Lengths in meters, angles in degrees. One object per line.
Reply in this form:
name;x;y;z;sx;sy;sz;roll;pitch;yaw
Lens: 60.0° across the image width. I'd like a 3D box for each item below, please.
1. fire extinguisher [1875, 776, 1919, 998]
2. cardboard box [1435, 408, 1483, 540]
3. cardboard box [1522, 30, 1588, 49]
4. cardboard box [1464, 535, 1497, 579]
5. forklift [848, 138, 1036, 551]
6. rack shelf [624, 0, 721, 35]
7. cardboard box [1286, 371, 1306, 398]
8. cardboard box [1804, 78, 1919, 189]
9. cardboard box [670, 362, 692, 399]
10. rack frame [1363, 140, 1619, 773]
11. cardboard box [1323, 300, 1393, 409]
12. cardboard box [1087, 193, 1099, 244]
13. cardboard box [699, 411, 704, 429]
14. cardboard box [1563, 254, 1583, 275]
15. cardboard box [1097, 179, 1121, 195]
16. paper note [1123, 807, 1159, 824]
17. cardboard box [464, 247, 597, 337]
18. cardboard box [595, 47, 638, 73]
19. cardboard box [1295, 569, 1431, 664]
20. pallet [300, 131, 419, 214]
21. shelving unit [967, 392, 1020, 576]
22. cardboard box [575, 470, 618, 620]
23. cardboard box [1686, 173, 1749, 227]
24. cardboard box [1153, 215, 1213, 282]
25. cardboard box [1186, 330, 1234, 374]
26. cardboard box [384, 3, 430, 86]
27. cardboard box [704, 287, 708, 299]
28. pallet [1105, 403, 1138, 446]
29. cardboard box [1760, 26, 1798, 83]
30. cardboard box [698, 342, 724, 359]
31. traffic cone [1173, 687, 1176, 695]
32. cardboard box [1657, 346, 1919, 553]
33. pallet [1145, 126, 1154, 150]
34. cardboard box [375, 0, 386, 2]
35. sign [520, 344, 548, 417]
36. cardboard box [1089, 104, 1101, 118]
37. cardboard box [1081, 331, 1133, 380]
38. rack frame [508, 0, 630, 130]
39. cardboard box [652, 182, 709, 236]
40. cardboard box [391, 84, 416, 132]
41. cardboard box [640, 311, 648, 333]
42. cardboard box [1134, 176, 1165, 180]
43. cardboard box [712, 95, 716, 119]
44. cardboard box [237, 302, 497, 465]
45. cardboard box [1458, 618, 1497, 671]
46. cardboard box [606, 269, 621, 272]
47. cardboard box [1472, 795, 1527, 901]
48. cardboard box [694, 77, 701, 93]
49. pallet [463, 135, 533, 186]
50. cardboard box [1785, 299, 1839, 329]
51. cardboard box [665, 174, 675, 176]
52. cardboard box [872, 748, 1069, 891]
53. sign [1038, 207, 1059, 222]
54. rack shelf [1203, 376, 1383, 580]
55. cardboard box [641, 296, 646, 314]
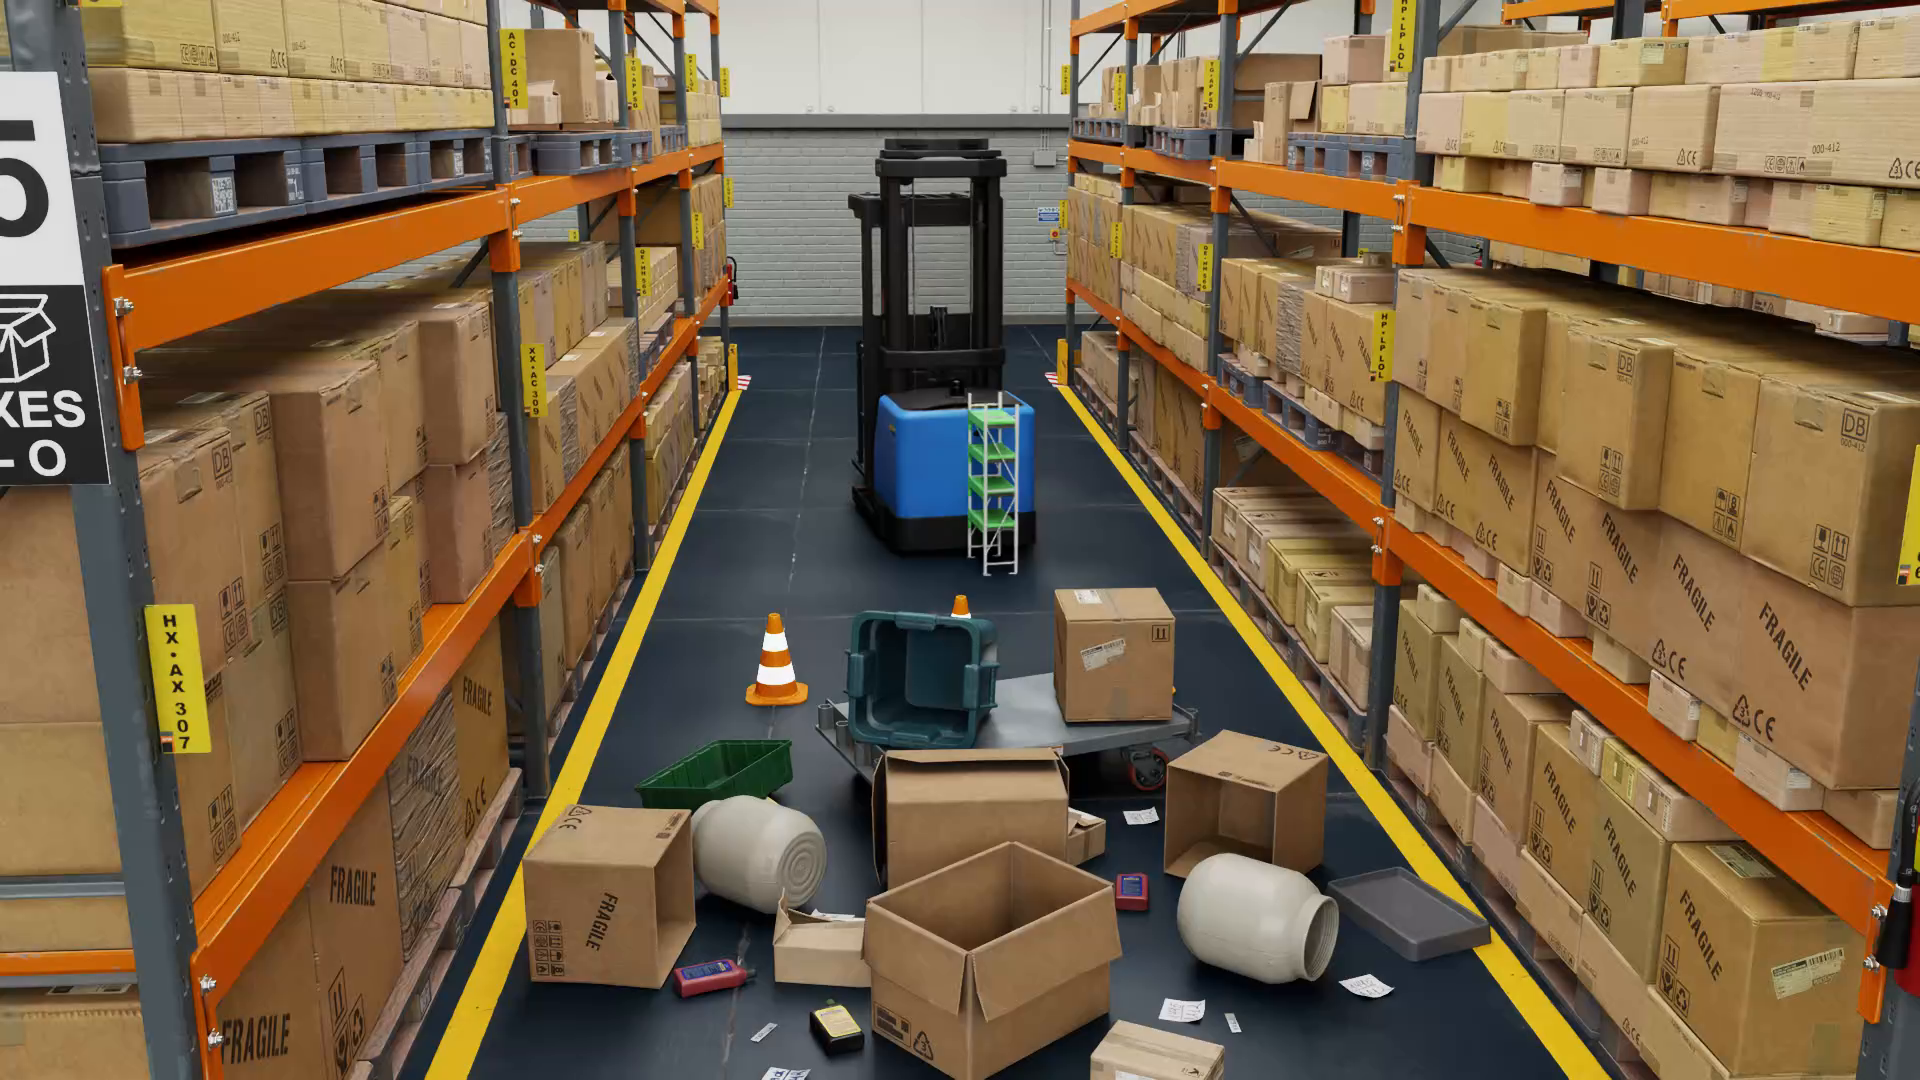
fire extinguisher;2.293;0.728;3.832;0.296;0.674;0.183;-1;14;-3
cardboard box;2.302;-0.294;6.852;0.500;0.500;0.500;-1;14;-4
cardboard box;2.821;-2.441;8.428;0.500;0.250;0.500;-1;14;-5
cardboard box;2.293;0.055;6.798;0.380;0.149;0.250;0;14;-2
forklift;-0.263;-1.662;13.105;1.130;2.935;3.031;-3;15;-12
rack shelf;-3.055;-5.281;16.441;1.077;0.370;4.000;-1;14;-3
cardboard box;2.137;-0.930;9.782;0.380;0.149;0.250;0;14;-2
cardboard box;2.446;-0.992;4.047;0.500;0.250;0.500;-1;14;-4
cardboard box;-2.633;-1.403;14.626;0.500;0.250;0.500;-1;14;-5
rack frame;2.498;-0.340;7.827;1.000;3.000;0.127;-1;14;-3
cardboard box;2.209;-0.970;8.637;0.500;0.500;0.500;-1;14;-3
cardboard box;1.611;-3.353;17.330;0.500;0.500;0.500;-1;14;-3
cardboard box;-2.633;-1.146;15.840;0.380;0.149;0.250;-2;15;-6
cardboard box;6.618;-2.850;17.287;0.500;0.250;0.500;-1;14;-4
cardboard box;1.620;-3.628;17.097;0.380;0.149;0.250;-1;14;-3
paper note;0.828;1.256;7.583;0.148;0.019;0.142;-1;14;-3
cardboard box;-2.633;-1.528;10.239;0.700;0.500;0.500;-1;14;-4
cardboard box;-2.466;-3.338;11.723;0.396;0.266;0.258;-1;14;-3
cardboard box;2.415;0.420;9.304;0.950;0.372;0.625;0;14;0
pallet;-2.323;-1.142;5.102;1.003;0.211;1.213;-1;14;-3
shelving unit;0.230;-0.397;11.661;0.258;1.200;0.503;-3;15;-12
cardboard box;-2.678;0.023;10.088;1.050;0.750;0.750;-1;14;-3
cardboard box;2.402;-1.014;4.931;0.380;0.149;0.250;-1;14;-4
cardboard box;1.869;-2.369;13.506;0.500;0.500;0.500;-1;14;-4
cardboard box;1.960;-1.384;12.186;0.500;0.250;0.500;-1;14;-5
cardboard box;-2.089;-1.646;5.543;0.500;0.250;0.500;-1;14;-4
cardboard box;-2.753;-2.508;16.760;0.380;0.149;0.250;0;14;-1
pallet;2.034;-1.169;16.647;1.003;0.211;1.213;-1;14;-3
cardboard box;2.455;-1.334;4.574;0.380;0.149;0.250;-1;14;-3
cardboard box;-2.792;-2.080;18.275;0.380;0.149;0.250;-1;14;-5
traffic cone;1.024;0.602;9.258;0.336;0.463;0.334;-1;14;-3
cardboard box;2.473;-0.271;4.757;0.700;0.500;0.500;-1;14;-3
pallet;2.109;-3.462;14.327;0.805;0.209;1.217;-1;15;-6
cardboard box;-2.001;-1.744;5.124;0.380;0.149;0.250;-1;14;-3
sign;-1.882;-0.705;7.350;0.100;0.325;0.005;-1;14;-3
cardboard box;1.593;-4.633;17.954;0.380;0.149;0.250;0;14;-1
cardboard box;1.896;-2.124;19.062;0.875;0.438;0.875;-1;14;-5
rack frame;-2.684;-4.138;10.552;1.000;3.000;0.127;-1;14;-3
cardboard box;-2.764;-3.275;16.431;0.500;0.500;0.500;-1;14;-3
cardboard box;-2.014;-1.419;5.461;0.380;0.149;0.250;-1;14;-4
cardboard box;-2.562;-1.630;12.504;0.380;0.149;0.250;0;14;-1
cardboard box;2.037;-3.830;17.883;0.380;0.149;0.250;-1;14;-4
cardboard box;-2.864;-4.607;17.690;0.500;0.250;0.500;-1;14;-5
cardboard box;-2.297;-0.607;6.396;0.875;0.550;0.550;-1;14;-3
cardboard box;2.247;0.422;6.736;0.380;0.149;0.250;0;14;-1
cardboard box;-2.583;-1.982;12.677;0.380;0.149;0.250;0;14;-1
cardboard box;2.345;1.204;6.503;0.500;0.250;0.500;-1;14;-4
cardboard box;-2.741;-4.447;16.268;0.380;0.149;0.250;0;14;-1
pallet;-2.542;-1.826;7.966;0.805;0.209;1.217;-1;15;-6
cardboard box;6.816;-1.800;12.962;0.500;0.250;0.500;-2;15;-6
cardboard box;-3.416;-3.784;18.408;0.500;0.500;0.500;-1;14;-4
cardboard box;0.044;1.168;6.705;0.797;0.637;0.503;-1;14;-3
sign;1.330;-4.872;24.898;0.327;0.218;0.001;-1;14;-3
rack shelf;2.375;-0.489;9.850;1.077;0.370;4.000;-1;14;-3
cardboard box;-2.568;-1.779;12.484;0.380;0.149;0.250;-1;14;-3
